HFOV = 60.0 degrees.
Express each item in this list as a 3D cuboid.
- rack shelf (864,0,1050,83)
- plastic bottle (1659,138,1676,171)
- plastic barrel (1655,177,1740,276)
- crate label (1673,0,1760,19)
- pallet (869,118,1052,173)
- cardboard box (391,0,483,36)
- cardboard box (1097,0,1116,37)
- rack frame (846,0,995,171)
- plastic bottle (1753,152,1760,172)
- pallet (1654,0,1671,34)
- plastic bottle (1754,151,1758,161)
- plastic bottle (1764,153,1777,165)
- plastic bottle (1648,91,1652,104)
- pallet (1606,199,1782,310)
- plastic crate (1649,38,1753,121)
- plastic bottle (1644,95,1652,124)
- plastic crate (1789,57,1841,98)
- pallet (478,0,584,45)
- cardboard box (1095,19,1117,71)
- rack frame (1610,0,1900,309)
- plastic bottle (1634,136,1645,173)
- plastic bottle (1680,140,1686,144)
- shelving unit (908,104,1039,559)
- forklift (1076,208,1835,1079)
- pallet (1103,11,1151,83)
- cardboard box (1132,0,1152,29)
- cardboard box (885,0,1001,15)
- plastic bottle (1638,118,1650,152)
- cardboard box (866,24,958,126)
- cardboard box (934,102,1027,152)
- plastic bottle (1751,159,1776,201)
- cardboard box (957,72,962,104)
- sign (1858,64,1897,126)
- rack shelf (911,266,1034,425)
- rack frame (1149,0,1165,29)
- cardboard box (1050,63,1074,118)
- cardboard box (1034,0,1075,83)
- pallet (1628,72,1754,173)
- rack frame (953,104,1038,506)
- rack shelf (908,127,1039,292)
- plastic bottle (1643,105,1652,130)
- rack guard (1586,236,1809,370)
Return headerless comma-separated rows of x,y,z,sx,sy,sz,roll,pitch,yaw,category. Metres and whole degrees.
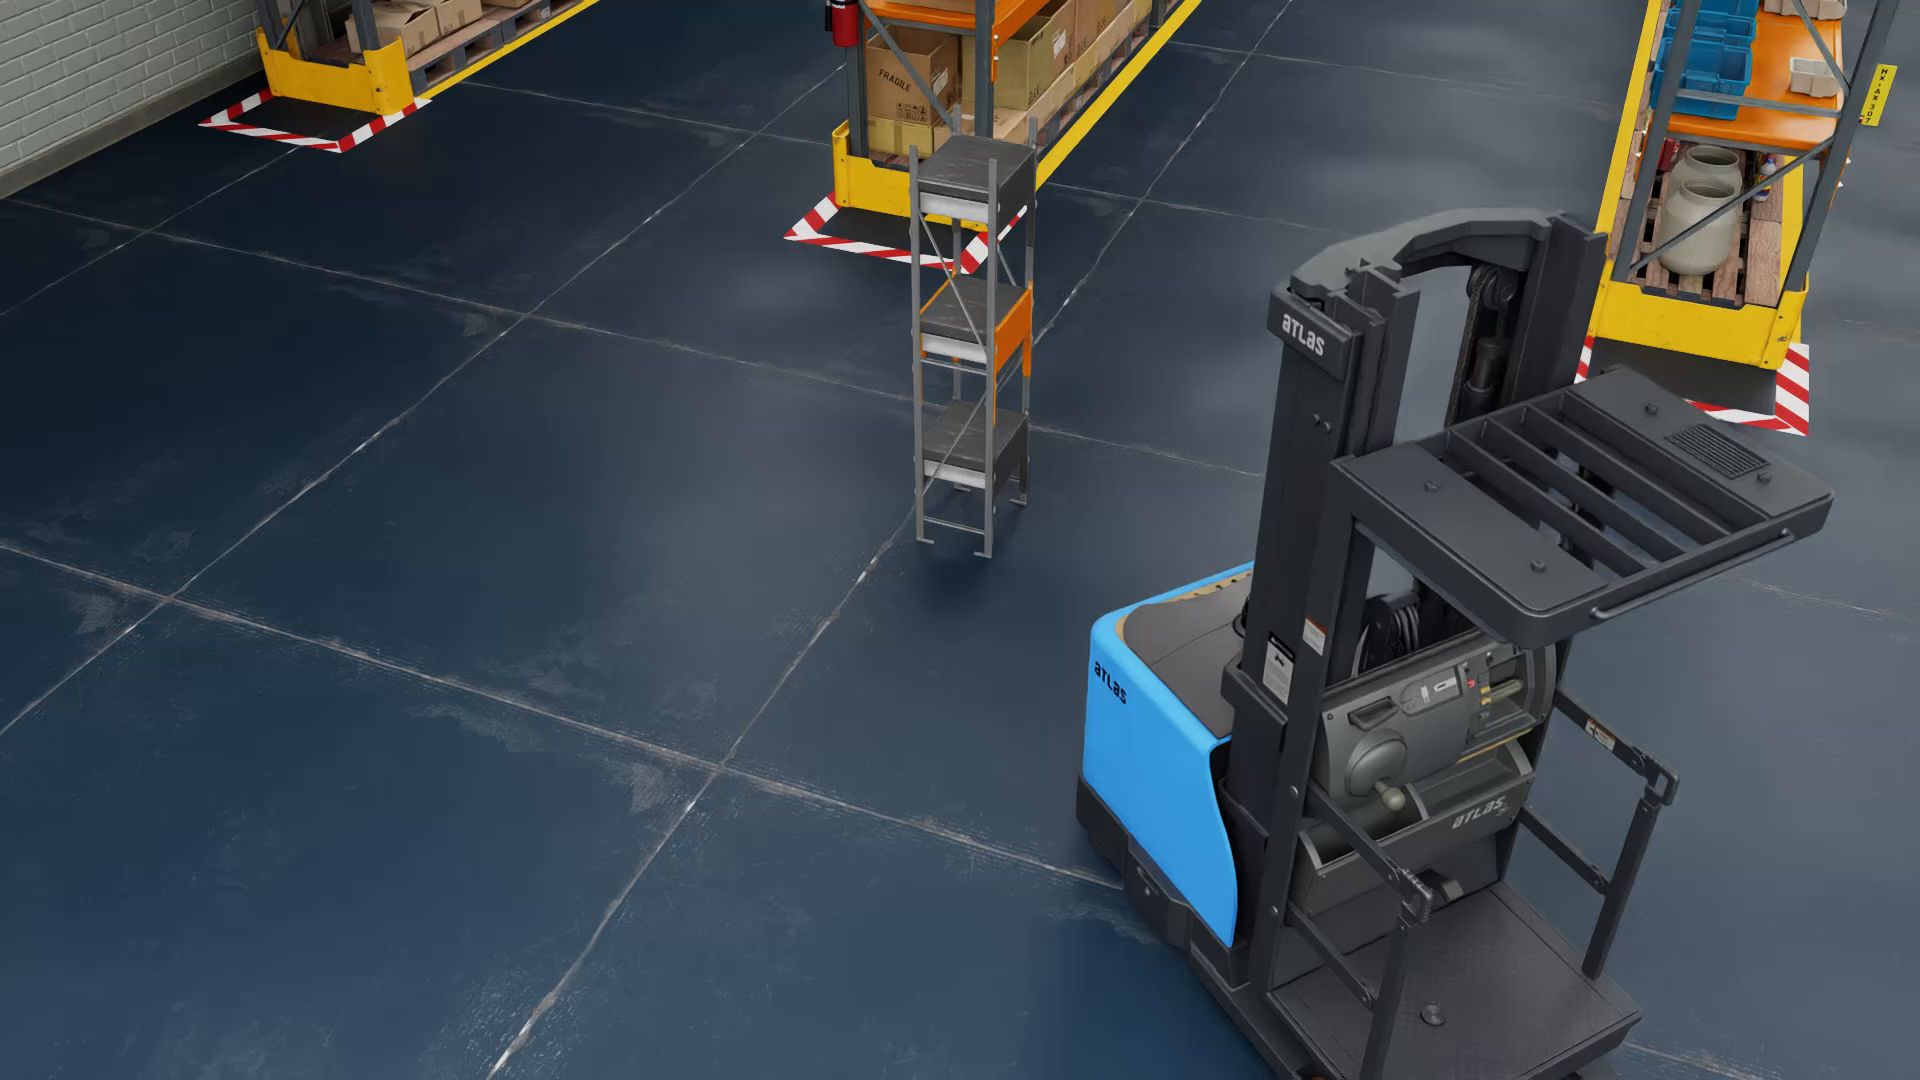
0.496,-4.306,12.208,1.077,0.370,4.000,14,39,18,rack shelf
4.828,-2.671,11.321,0.061,0.283,0.133,14,39,18,plastic bottle
4.495,-1.910,10.129,0.421,0.512,0.421,0,37,0,plastic barrel
4.765,-3.452,10.434,0.502,0.435,0.616,14,39,18,crate label
-0.012,-2.803,11.926,1.003,0.211,1.213,14,39,18,pallet
-4.284,-4.391,13.599,0.500,0.311,0.500,17,40,21,cardboard box
0.895,-4.211,12.799,0.500,0.500,0.500,14,39,18,cardboard box
-0.264,-3.487,10.511,1.000,3.000,0.127,14,39,18,rack frame
5.461,-2.618,11.260,0.097,0.271,0.097,0,37,0,plastic bottle
6.562,-4.576,14.297,1.003,0.211,1.213,14,39,18,pallet
5.538,-2.730,11.410,0.097,0.271,0.097,0,37,0,plastic bottle
5.396,-2.499,11.091,0.061,0.283,0.133,14,39,18,plastic bottle
5.146,-3.334,12.152,0.144,0.351,0.185,15,39,19,plastic bottle
4.614,-1.741,10.505,1.003,0.211,1.213,14,39,18,pallet
4.229,-2.642,9.506,0.499,0.251,0.616,14,39,18,plastic crate
4.973,-3.121,11.923,0.061,0.283,0.133,16,40,20,plastic bottle
4.953,-2.673,9.643,0.298,0.136,0.250,14,39,18,plastic crate
-4.011,-4.654,14.401,1.003,0.211,1.213,14,39,18,pallet
0.907,-3.907,13.020,0.500,0.250,0.500,14,39,18,cardboard box
4.315,-2.357,8.999,1.000,3.000,0.127,14,39,18,rack frame
4.636,-2.631,11.267,0.061,0.283,0.133,15,39,19,plastic bottle
5.059,-2.945,11.693,0.152,0.276,0.135,14,39,18,plastic bottle
0.063,-0.933,7.846,0.431,2.100,0.503,14,39,18,shelving unit
1.618,0.615,5.081,1.130,2.935,3.031,-18,40,-23,forklift
0.916,-4.154,13.733,1.003,0.211,1.213,14,39,18,pallet
1.283,-4.462,13.762,0.500,0.250,0.500,14,39,18,cardboard box
-0.075,-3.783,10.823,0.700,0.500,0.500,14,39,18,cardboard box
4.782,-2.769,11.458,0.152,0.276,0.135,13,39,16,plastic bottle
-0.336,-3.219,11.472,0.500,0.500,0.500,14,39,18,cardboard box
0.145,-2.800,11.538,0.500,0.250,0.500,14,39,18,cardboard box
5.293,-2.373,10.932,0.097,0.271,0.097,0,37,0,plastic bottle
-0.155,-3.198,12.070,0.500,0.250,0.500,14,39,18,cardboard box
4.822,-2.340,8.745,0.100,0.325,0.005,14,39,18,sign
0.063,-0.922,7.854,0.431,0.518,0.480,14,39,18,rack shelf
1.257,-5.702,13.474,1.000,3.000,0.127,14,39,18,rack frame
0.523,-3.355,12.280,0.500,0.250,0.500,14,39,18,cardboard box
0.512,-3.658,12.059,0.500,0.500,0.500,14,39,18,cardboard box
5.543,-3.092,12.312,1.003,0.211,1.213,14,39,18,pallet
0.156,-1.068,8.026,0.400,2.100,0.015,14,39,18,rack frame
0.063,-1.482,7.435,0.431,0.518,0.480,14,39,18,rack shelf
4.912,-2.994,11.697,0.144,0.351,0.185,14,39,17,plastic bottle
4.300,-1.408,9.818,1.175,0.500,0.348,14,39,18,rack guard
